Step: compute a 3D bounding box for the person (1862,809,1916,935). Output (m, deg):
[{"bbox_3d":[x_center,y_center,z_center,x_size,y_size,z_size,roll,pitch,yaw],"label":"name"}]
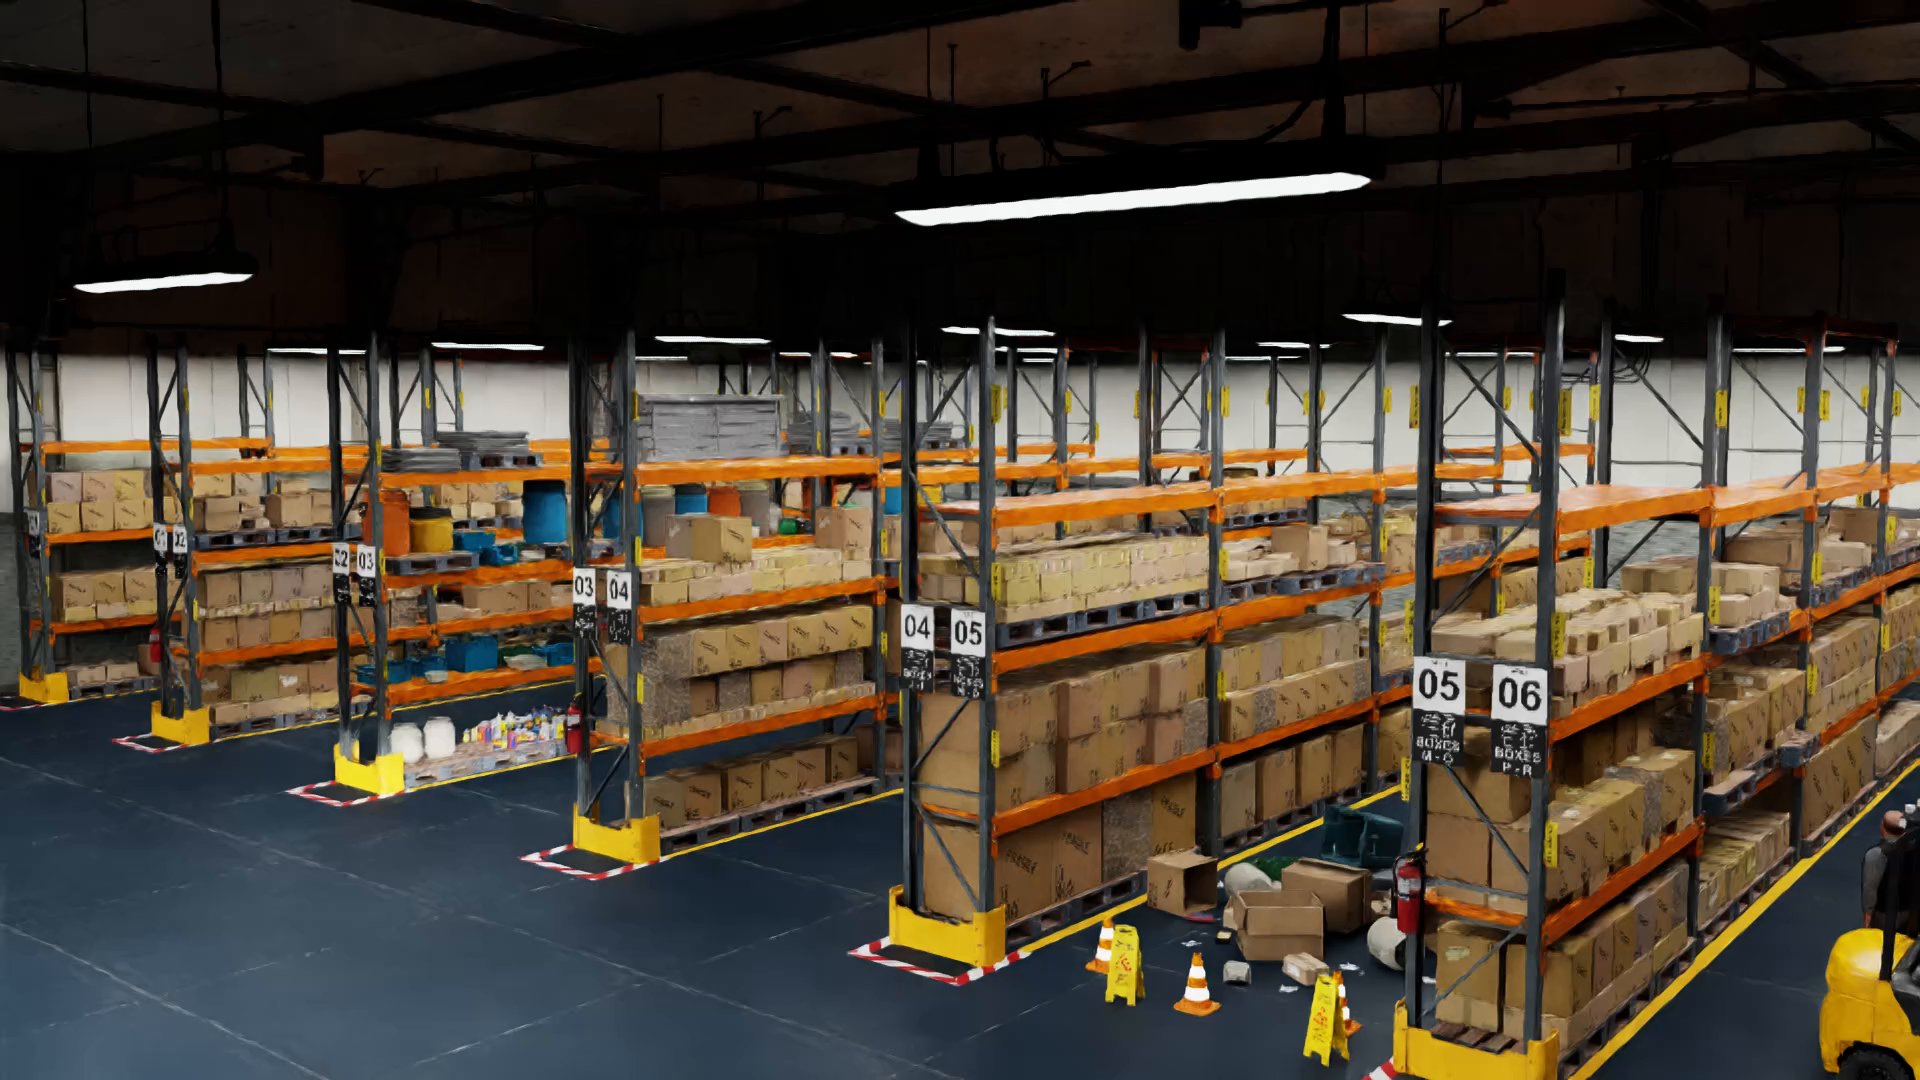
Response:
[{"bbox_3d":[7.609,3.061,13.712,0.578,1.724,0.499,-2,6,-22],"label":"person"}]
